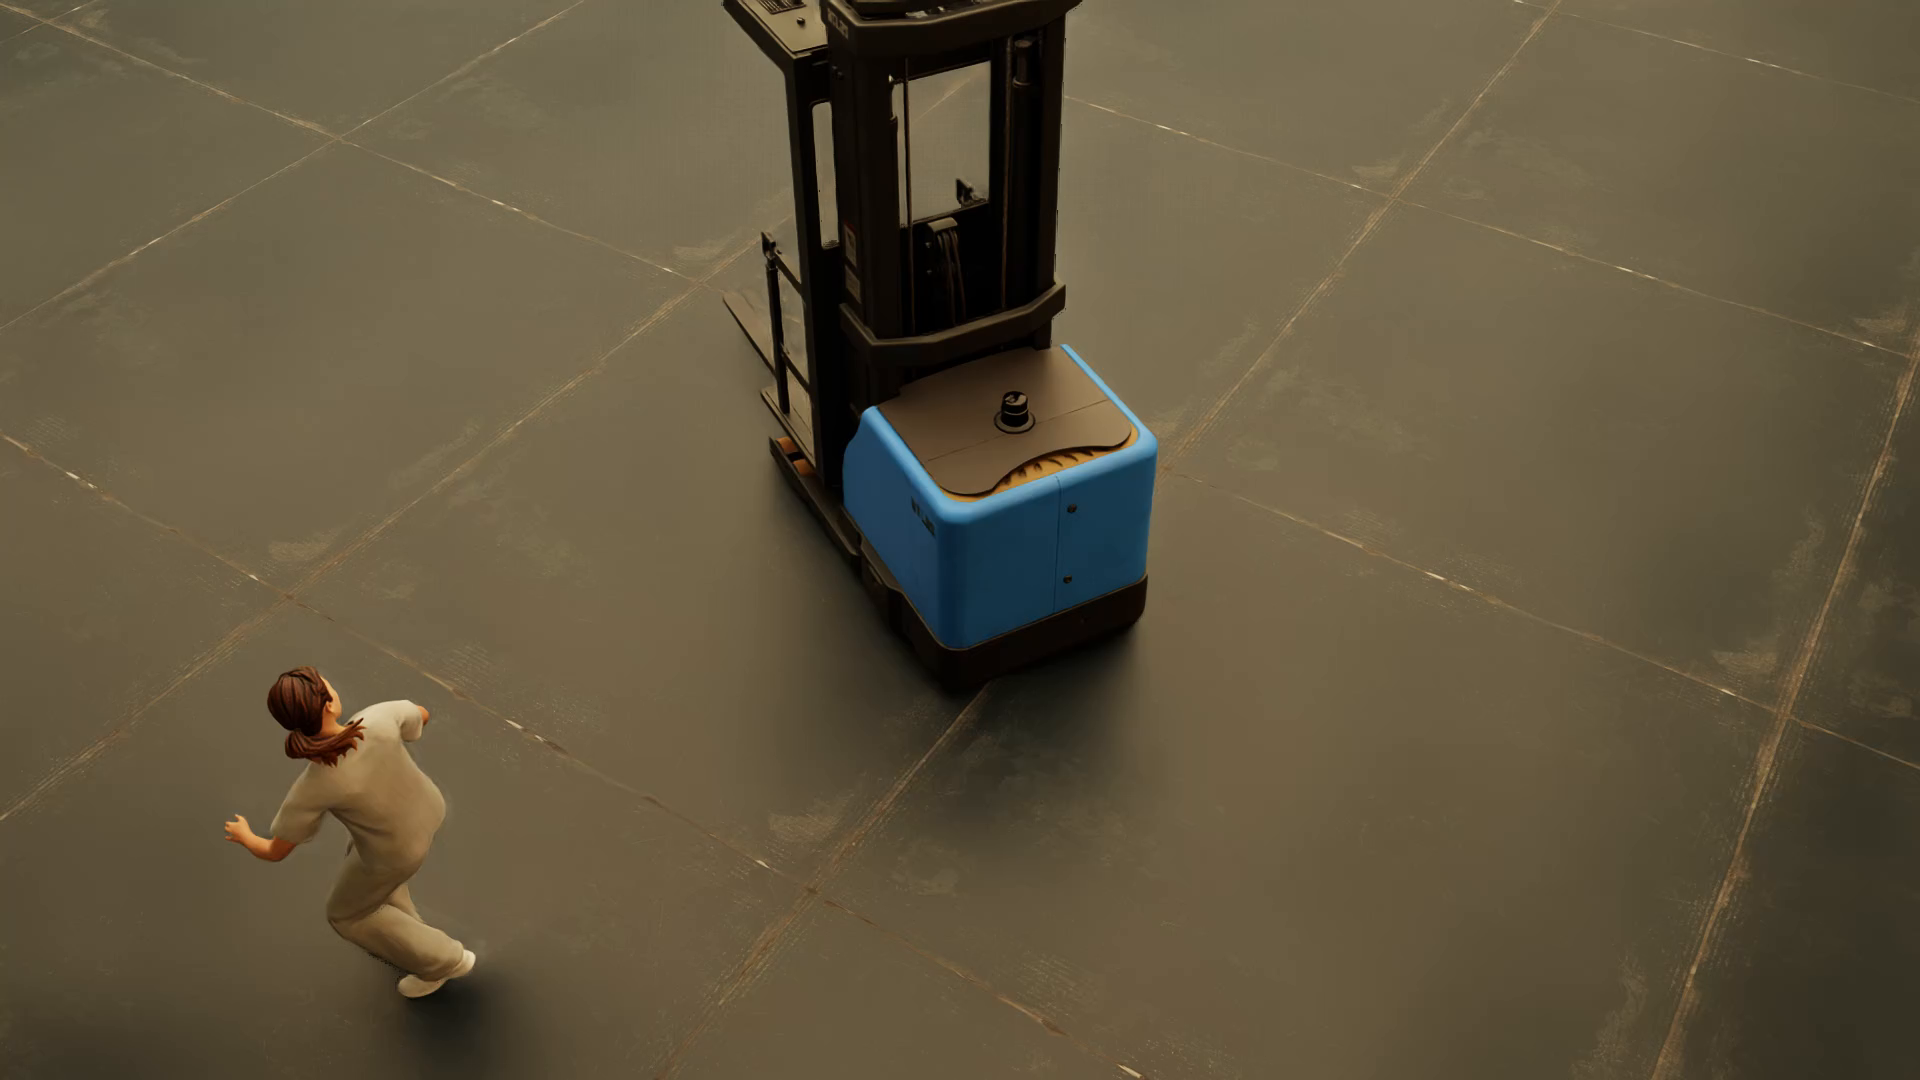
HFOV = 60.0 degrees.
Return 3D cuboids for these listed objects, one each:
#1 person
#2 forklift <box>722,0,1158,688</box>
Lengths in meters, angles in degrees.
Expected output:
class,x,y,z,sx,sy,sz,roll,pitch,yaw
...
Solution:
class,x,y,z,sx,sy,sz,roll,pitch,yaw
person,-2.120,0.977,5.808,0.698,1.570,0.718,11,45,11
forklift,-0.295,-1.434,7.361,1.130,2.935,3.031,-20,47,-20
